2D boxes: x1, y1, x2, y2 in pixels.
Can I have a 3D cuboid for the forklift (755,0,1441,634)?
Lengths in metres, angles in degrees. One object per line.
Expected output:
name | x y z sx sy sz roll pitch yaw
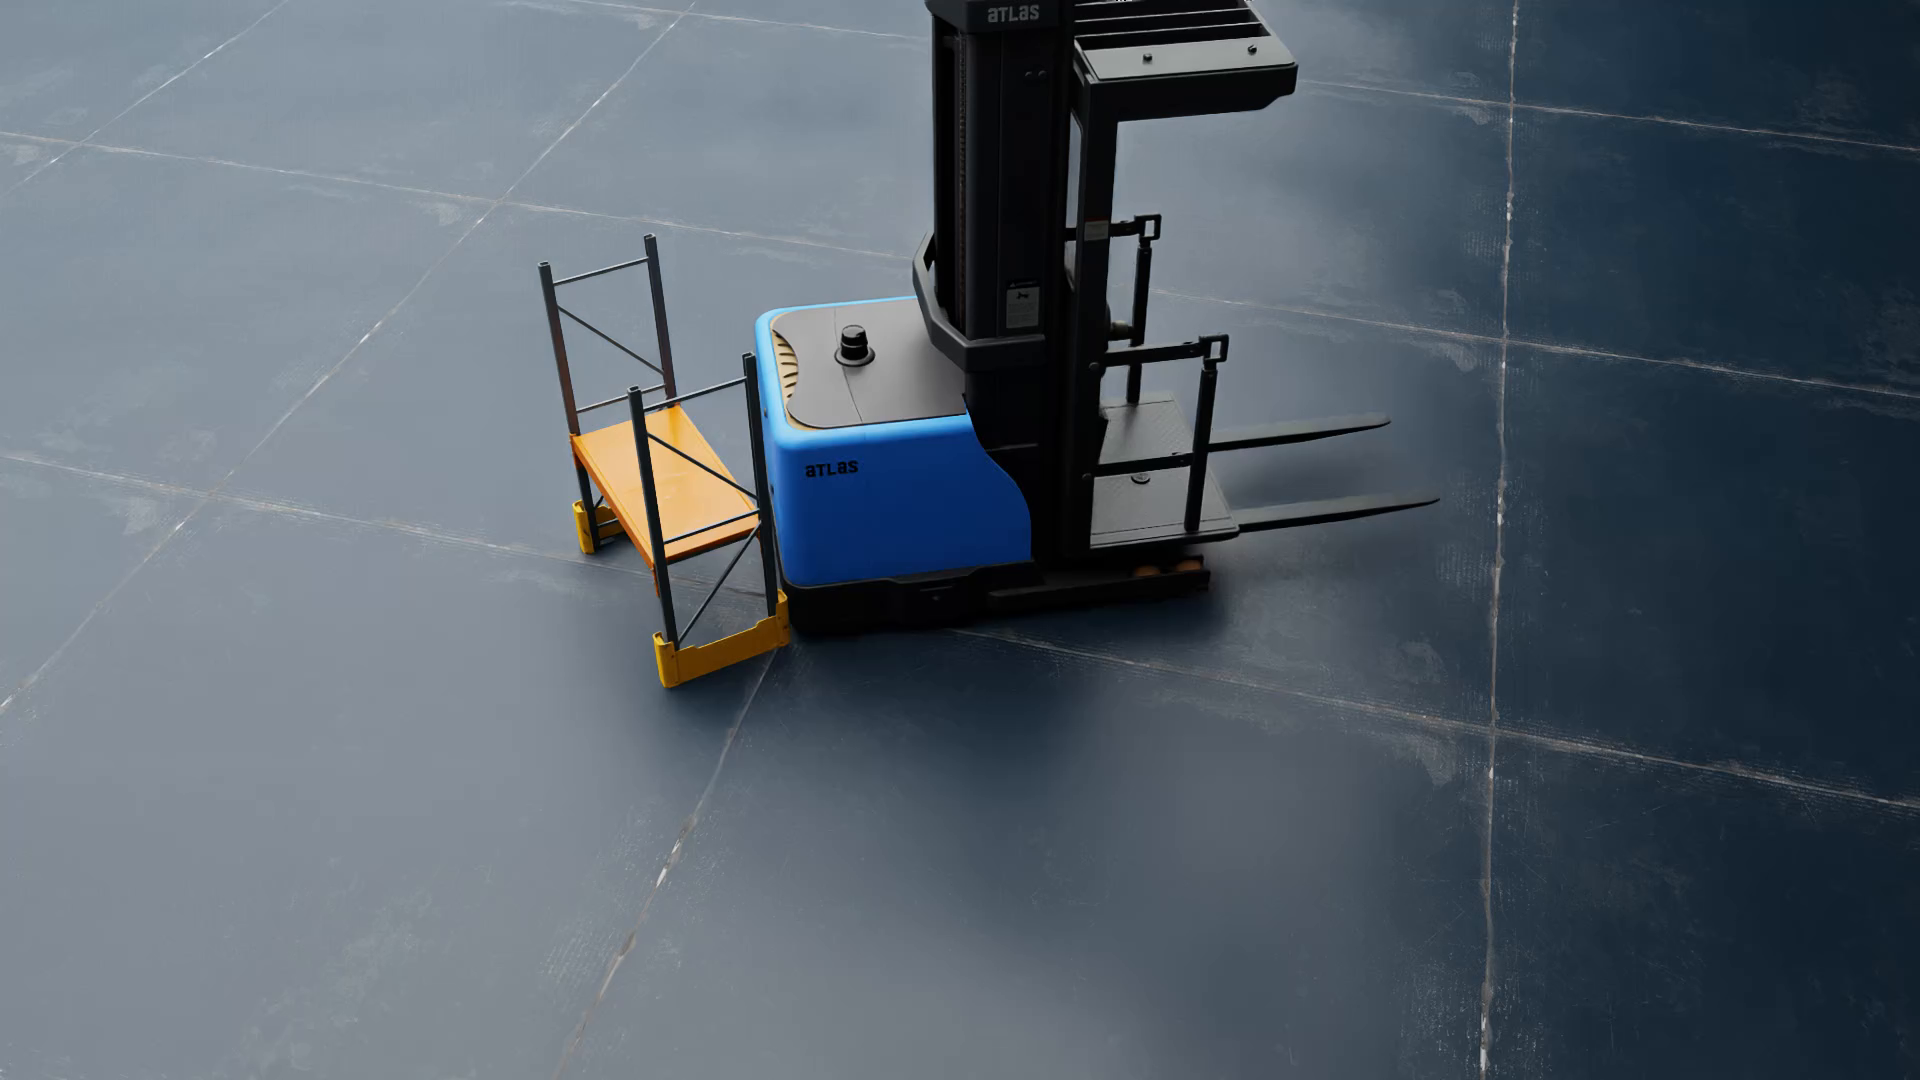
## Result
forklift | 0.658 -1.176 6.871 3.031 2.935 1.130 -7 40 -8

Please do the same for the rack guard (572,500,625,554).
rack guard | -1.492 -0.141 7.723 0.587 0.250 0.087 -20 44 -22

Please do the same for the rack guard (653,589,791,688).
rack guard | -1.003 0.418 7.058 0.587 0.250 0.087 -20 44 -22

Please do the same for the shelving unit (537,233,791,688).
shelving unit | -1.247 -0.340 6.989 0.587 1.500 1.083 -20 44 -22

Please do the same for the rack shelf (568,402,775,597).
rack shelf | -1.243 -0.197 7.098 0.538 0.185 1.000 -20 44 -22

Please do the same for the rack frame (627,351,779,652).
rack frame | -0.993 -0.050 6.644 0.500 1.500 0.032 -20 44 -22

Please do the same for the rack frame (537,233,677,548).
rack frame | -1.492 -0.620 7.322 0.500 1.500 0.032 -20 44 -22
